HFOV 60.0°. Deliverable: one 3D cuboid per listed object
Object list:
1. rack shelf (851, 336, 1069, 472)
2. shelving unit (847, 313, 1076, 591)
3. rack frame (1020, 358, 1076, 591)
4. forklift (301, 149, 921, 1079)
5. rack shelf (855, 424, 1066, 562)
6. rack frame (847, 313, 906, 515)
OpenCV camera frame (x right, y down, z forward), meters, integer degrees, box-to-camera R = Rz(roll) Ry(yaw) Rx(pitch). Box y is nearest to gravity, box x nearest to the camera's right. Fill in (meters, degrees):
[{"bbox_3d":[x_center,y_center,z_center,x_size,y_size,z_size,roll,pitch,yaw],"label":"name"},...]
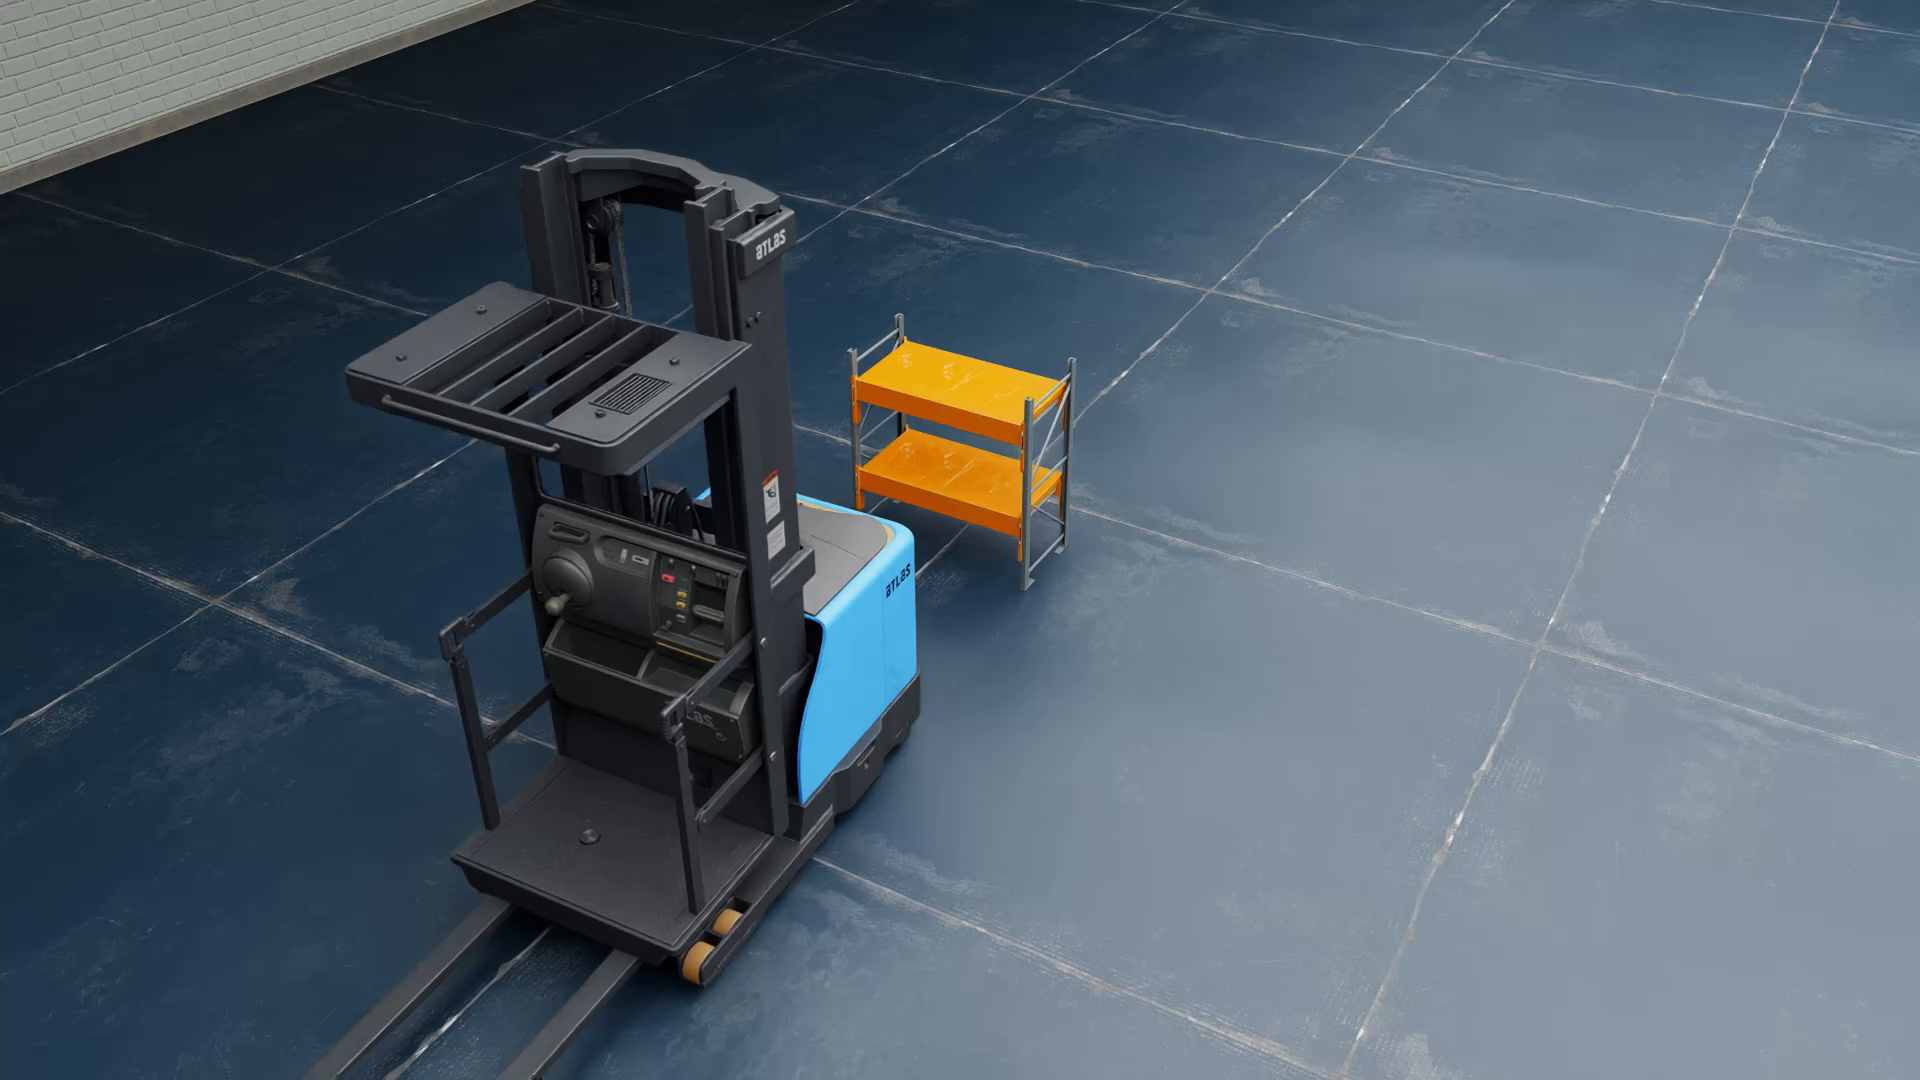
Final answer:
[{"bbox_3d":[0.006,-0.710,8.544,1.000,0.278,0.538,18,37,24],"label":"rack shelf"},{"bbox_3d":[0.006,-0.466,8.706,1.048,1.125,0.538,18,37,24],"label":"shelving unit"},{"bbox_3d":[0.447,-0.327,8.496,0.032,1.125,0.500,18,37,24],"label":"rack frame"},{"bbox_3d":[-1.308,0.218,6.049,1.130,2.935,3.031,16,37,23],"label":"forklift"},{"bbox_3d":[0.006,-0.263,8.842,1.000,0.278,0.538,18,37,24],"label":"rack shelf"},{"bbox_3d":[-0.435,-0.606,8.916,0.032,1.125,0.500,18,37,24],"label":"rack frame"}]
